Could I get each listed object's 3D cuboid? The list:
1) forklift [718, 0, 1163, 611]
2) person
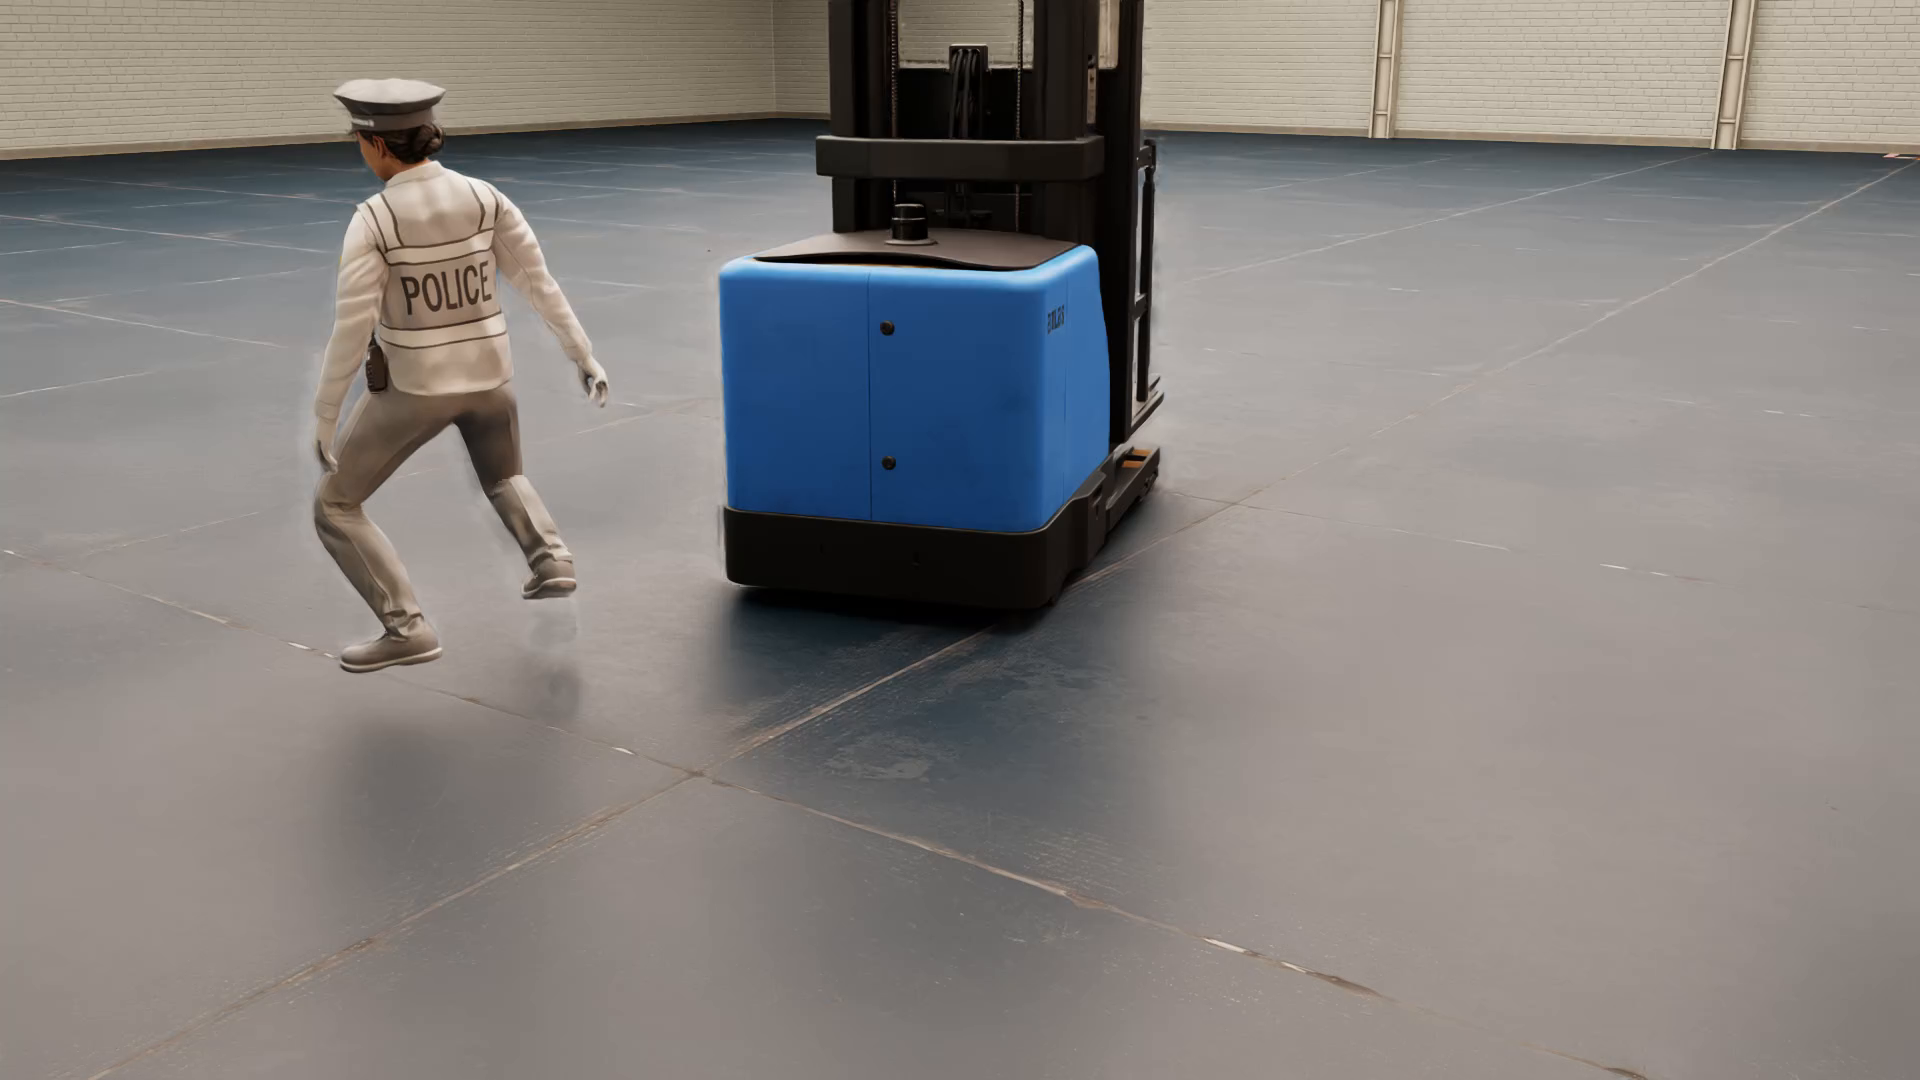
[{"bbox_3d":[0.165,-1.574,6.096,1.130,2.935,3.031,5,17,16],"label":"forklift"},{"bbox_3d":[-1.328,-0.445,4.443,0.796,1.521,0.513,-13,21,-38],"label":"person"}]
